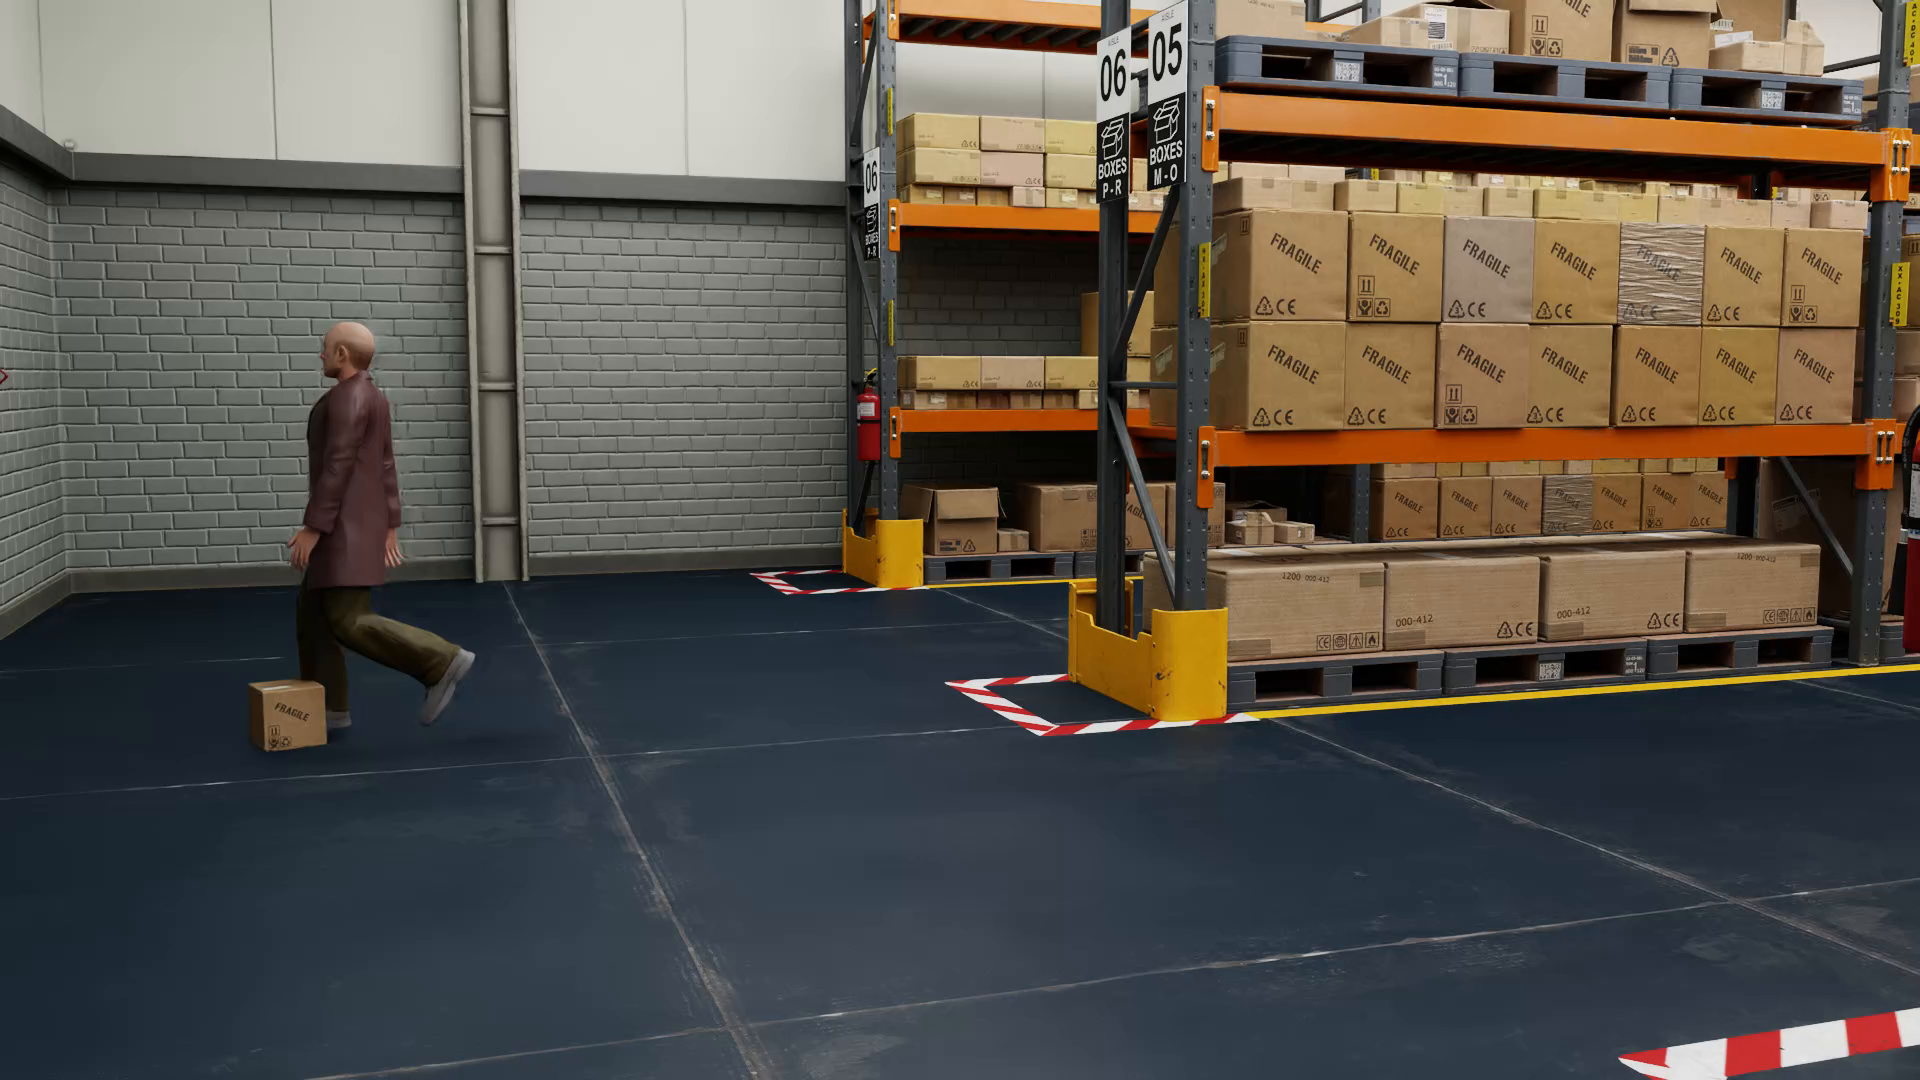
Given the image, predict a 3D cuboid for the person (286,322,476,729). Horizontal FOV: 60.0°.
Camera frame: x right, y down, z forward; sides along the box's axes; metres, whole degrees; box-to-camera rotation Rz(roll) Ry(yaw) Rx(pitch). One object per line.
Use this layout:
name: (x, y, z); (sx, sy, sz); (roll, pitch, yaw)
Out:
person: (-2.545, -0.050, 7.078); (0.921, 1.745, 0.595); (-1, 6, -11)
